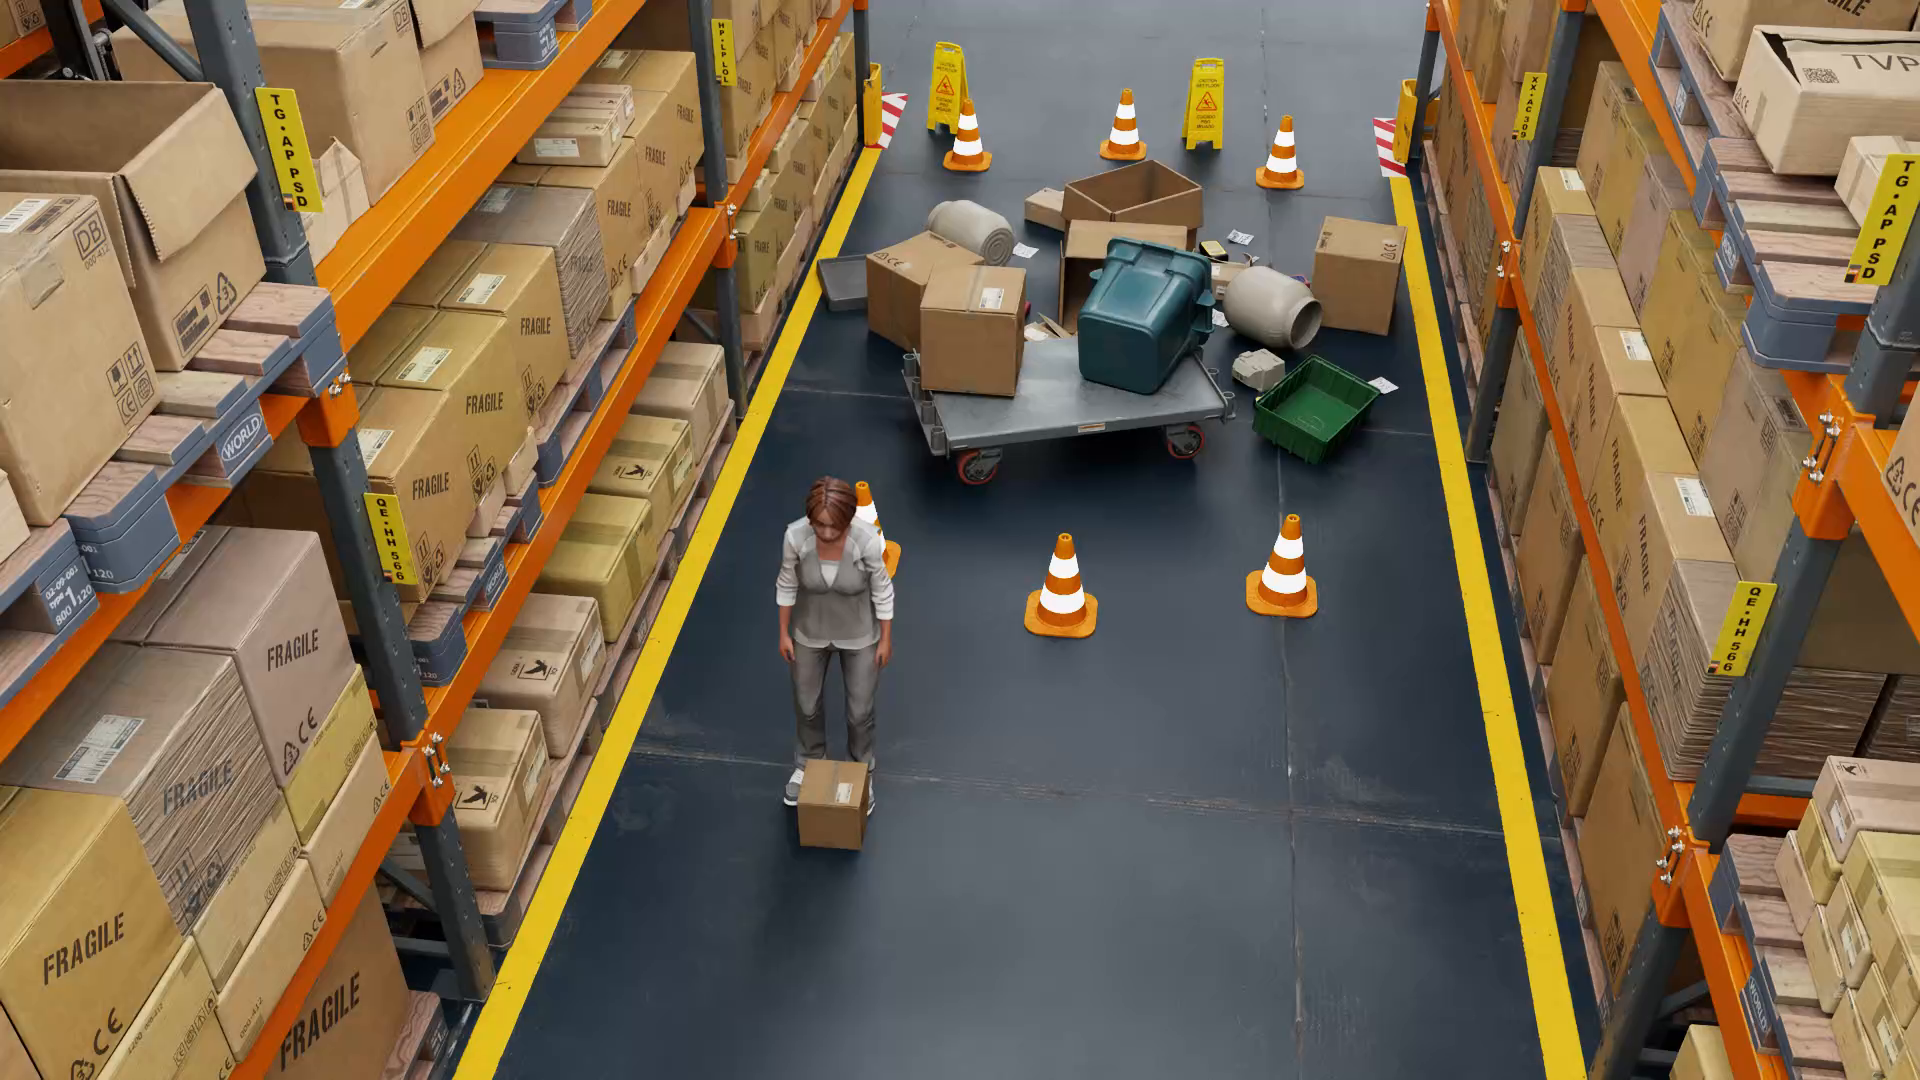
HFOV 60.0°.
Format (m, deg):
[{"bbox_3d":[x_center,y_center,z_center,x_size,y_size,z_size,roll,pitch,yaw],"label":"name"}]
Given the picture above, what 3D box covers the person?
[{"bbox_3d":[-0.491,0.404,6.513,0.470,1.580,0.377,3,37,4],"label":"person"}]
